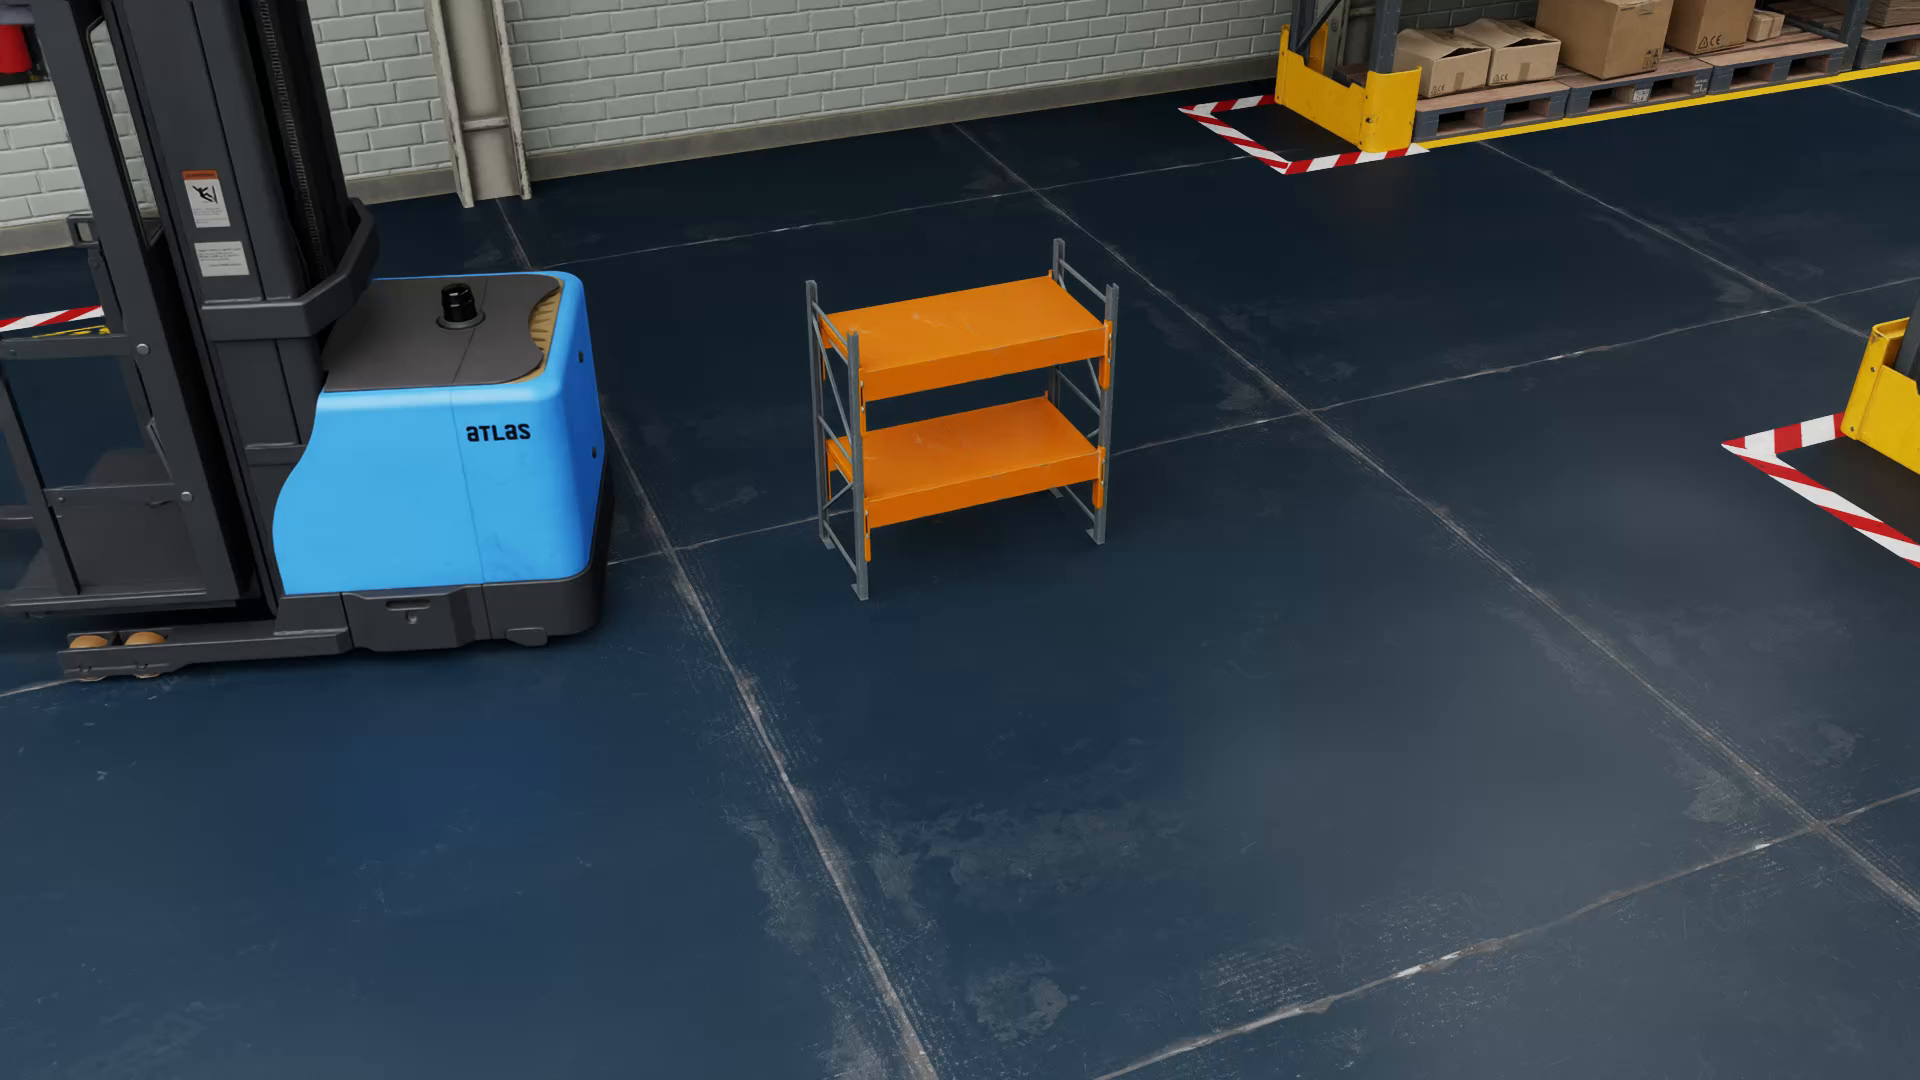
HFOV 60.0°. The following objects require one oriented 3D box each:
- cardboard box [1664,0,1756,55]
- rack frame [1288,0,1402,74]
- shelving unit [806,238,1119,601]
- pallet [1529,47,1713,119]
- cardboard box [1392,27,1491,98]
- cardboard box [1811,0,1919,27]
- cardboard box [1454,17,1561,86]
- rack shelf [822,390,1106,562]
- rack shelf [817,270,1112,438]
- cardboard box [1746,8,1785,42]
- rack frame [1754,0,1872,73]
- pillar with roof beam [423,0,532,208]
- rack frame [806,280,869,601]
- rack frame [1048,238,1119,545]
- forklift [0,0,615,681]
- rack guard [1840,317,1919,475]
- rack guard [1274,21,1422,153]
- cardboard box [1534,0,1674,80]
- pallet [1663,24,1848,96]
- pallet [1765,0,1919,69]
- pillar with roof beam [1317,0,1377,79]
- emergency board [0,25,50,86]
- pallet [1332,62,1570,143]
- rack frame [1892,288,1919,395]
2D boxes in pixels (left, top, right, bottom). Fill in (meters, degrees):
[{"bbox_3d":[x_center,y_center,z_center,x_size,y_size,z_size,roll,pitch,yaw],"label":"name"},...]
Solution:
[{"bbox_3d":[5.188,-3.747,11.647,0.500,0.500,0.500,-16,36,-22],"label":"cardboard box"},{"bbox_3d":[2.442,-4.005,10.155,0.127,3.000,1.000,-13,35,-19],"label":"rack frame"},{"bbox_3d":[0.006,-0.473,6.445,1.048,1.125,0.538,-13,35,-19],"label":"shelving unit"},{"bbox_3d":[4.398,-3.261,11.569,1.213,0.211,1.003,-13,35,-19],"label":"pallet"},{"bbox_3d":[3.115,-3.163,10.923,0.500,0.311,0.500,-17,37,-24],"label":"cardboard box"},{"bbox_3d":[6.802,-4.150,12.266,0.500,0.500,0.700,-12,35,-17],"label":"cardboard box"},{"bbox_3d":[3.640,-3.284,11.108,0.500,0.311,0.500,-10,34,-15],"label":"cardboard box"},{"bbox_3d":[0.006,-0.268,6.579,1.000,0.278,0.538,-13,35,-19],"label":"rack shelf"},{"bbox_3d":[0.006,-0.718,6.286,1.000,0.278,0.538,-13,35,-19],"label":"rack shelf"},{"bbox_3d":[5.648,-3.718,11.909,0.250,0.166,0.380,-18,37,-25],"label":"cardboard box"},{"bbox_3d":[6.130,-4.849,11.453,0.127,3.000,1.000,-13,35,-19],"label":"rack frame"},{"bbox_3d":[-1.113,-3.671,4.140,0.400,9.000,9.100,-13,35,-19],"label":"pillar with roof beam"},{"bbox_3d":[-0.462,-0.366,6.280,0.032,1.125,0.500,-13,35,-19],"label":"rack frame"},{"bbox_3d":[0.475,-0.580,6.610,0.032,1.125,0.500,-13,35,-19],"label":"rack frame"},{"bbox_3d":[-2.890,-1.025,5.638,3.031,2.935,1.130,-3,33,-5],"label":"forklift"},{"bbox_3d":[4.341,-0.462,7.002,0.348,0.500,1.175,-13,35,-19],"label":"rack guard"},{"bbox_3d":[2.512,-2.973,10.861,0.348,0.500,1.175,-13,35,-19],"label":"rack guard"},{"bbox_3d":[4.336,-3.493,11.256,0.500,0.500,0.700,-15,36,-22],"label":"cardboard box"},{"bbox_3d":[5.524,-3.521,11.968,1.213,0.211,1.003,-13,35,-19],"label":"pallet"},{"bbox_3d":[6.847,-3.846,12.467,1.213,0.211,1.003,-13,35,-19],"label":"pallet"},{"bbox_3d":[4.419,-4.938,6.087,0.400,9.000,9.100,-13,35,-19],"label":"pillar with roof beam"},{"bbox_3d":[-5.073,-2.818,8.331,0.643,1.169,0.194,-13,35,-19],"label":"emergency board"},{"bbox_3d":[3.275,-3.006,11.176,1.213,0.211,1.003,-13,35,-19],"label":"pallet"},{"bbox_3d":[4.363,-1.515,6.328,0.127,3.000,1.000,-13,35,-19],"label":"rack frame"}]
